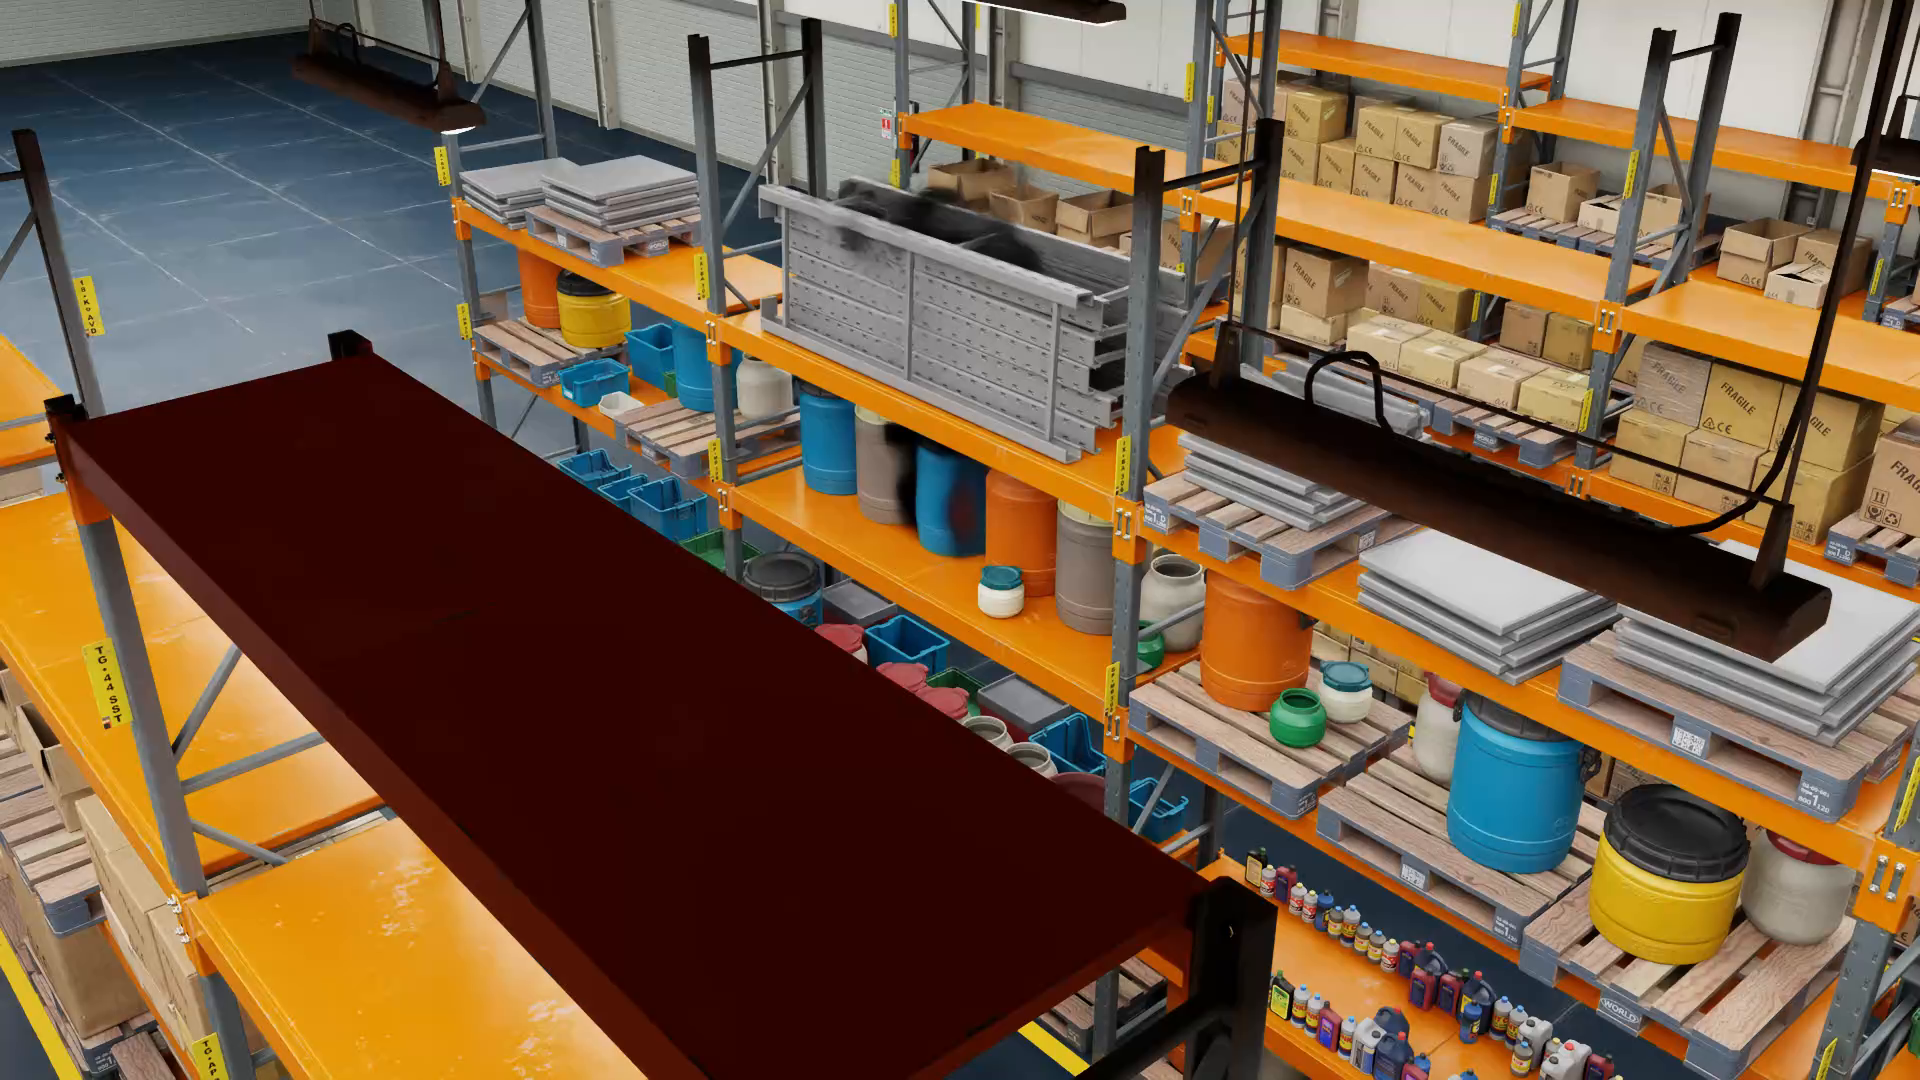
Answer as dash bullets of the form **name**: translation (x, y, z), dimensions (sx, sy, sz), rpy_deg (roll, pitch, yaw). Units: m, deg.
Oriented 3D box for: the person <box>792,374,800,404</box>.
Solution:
- **person**: translation (-1.943, -2.093, 19.908), dimensions (0.699, 1.632, 0.539), rpy_deg (-6, 27, -11)
